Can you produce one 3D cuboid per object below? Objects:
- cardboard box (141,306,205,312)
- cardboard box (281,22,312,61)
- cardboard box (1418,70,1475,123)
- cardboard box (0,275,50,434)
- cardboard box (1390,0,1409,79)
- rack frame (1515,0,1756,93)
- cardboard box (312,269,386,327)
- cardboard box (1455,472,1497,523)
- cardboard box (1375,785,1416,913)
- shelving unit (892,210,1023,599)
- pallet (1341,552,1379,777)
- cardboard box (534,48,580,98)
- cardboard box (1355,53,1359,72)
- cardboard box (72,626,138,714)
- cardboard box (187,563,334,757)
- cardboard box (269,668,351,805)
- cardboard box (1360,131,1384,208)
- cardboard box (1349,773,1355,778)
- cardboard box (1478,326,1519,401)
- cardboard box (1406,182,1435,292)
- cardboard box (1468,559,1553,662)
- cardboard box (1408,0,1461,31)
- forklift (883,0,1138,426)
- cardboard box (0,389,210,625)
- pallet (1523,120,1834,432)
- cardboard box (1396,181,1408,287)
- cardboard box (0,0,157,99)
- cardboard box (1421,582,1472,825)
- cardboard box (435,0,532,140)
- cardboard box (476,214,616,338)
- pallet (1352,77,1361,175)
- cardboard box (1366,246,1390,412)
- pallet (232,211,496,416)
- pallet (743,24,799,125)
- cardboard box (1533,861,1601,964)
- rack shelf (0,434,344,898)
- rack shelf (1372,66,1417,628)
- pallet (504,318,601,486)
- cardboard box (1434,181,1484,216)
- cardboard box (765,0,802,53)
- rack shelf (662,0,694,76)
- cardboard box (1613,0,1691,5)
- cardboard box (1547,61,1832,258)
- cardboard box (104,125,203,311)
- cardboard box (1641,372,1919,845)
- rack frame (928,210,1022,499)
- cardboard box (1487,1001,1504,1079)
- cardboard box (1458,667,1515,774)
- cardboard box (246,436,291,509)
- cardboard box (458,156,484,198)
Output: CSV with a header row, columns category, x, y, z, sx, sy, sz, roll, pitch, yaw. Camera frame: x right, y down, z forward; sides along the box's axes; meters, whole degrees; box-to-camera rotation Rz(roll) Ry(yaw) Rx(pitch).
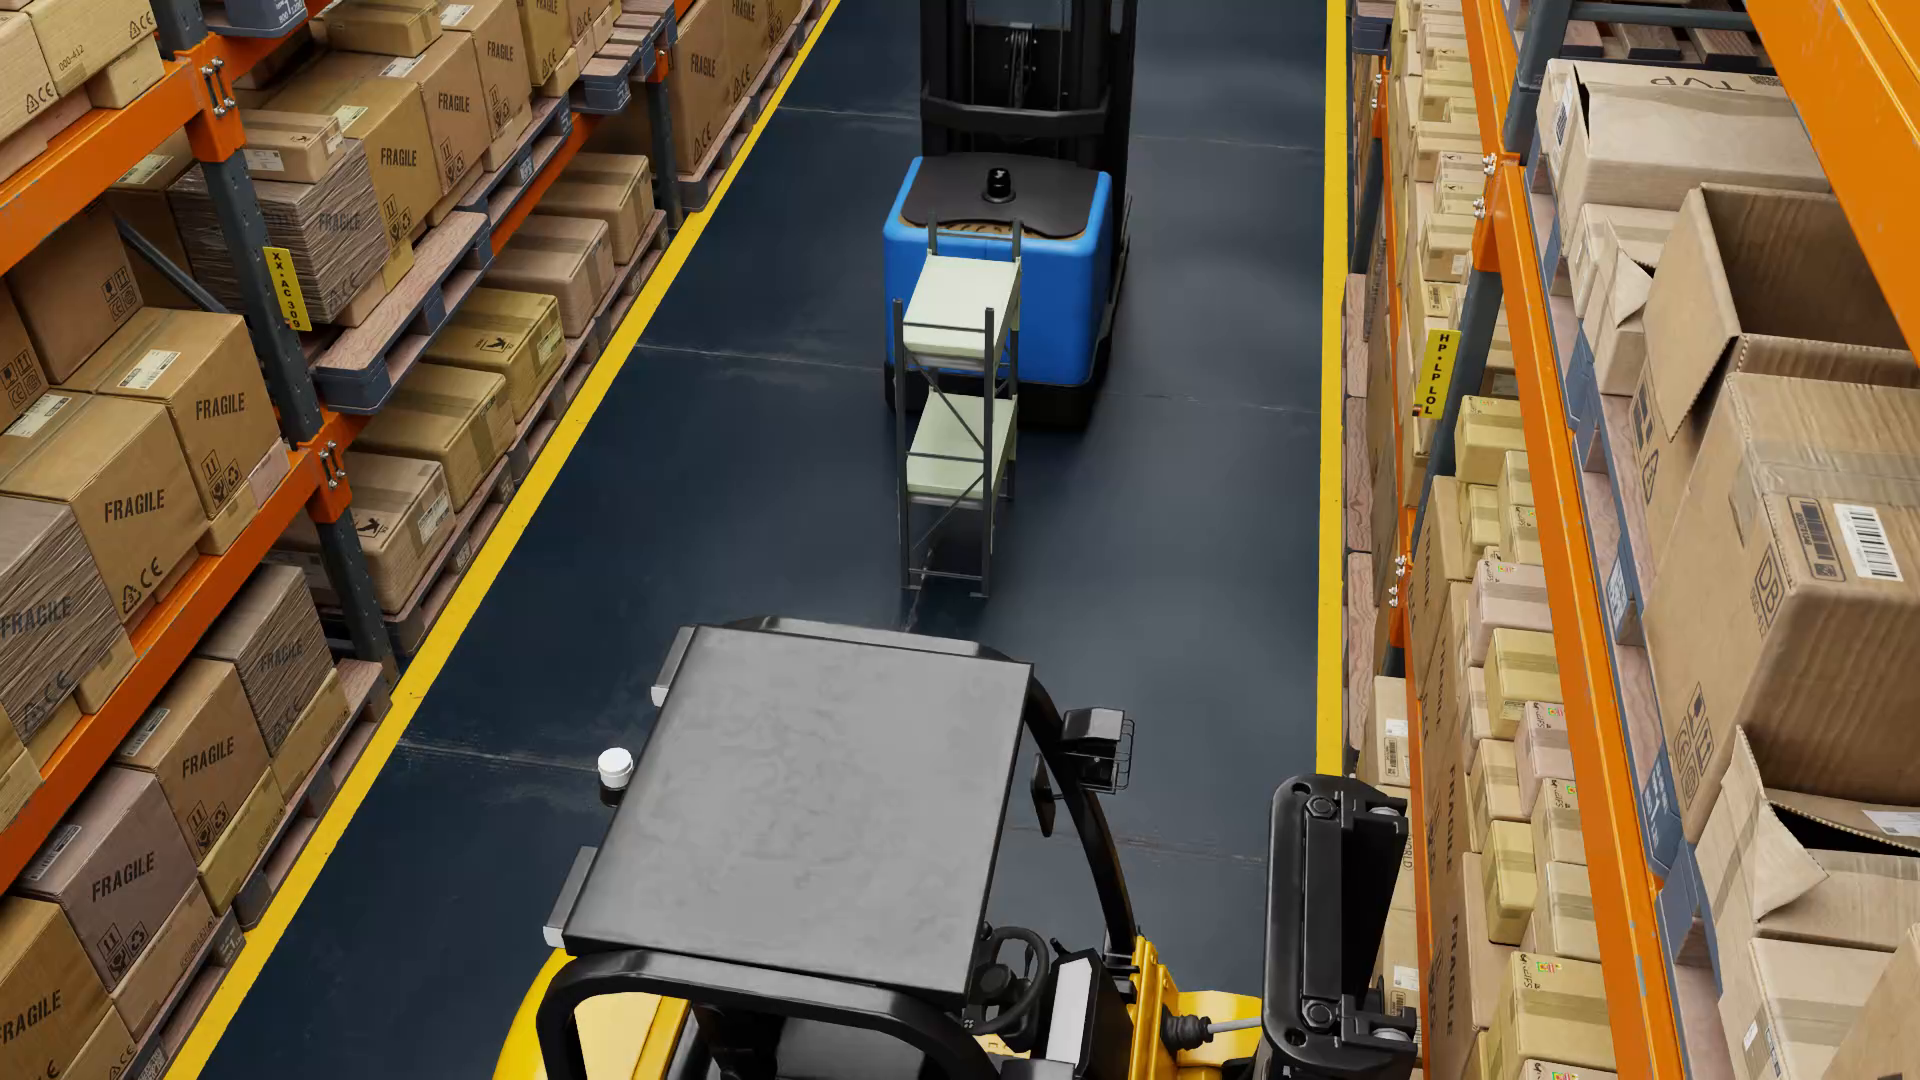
category,x,y,z,sx,sy,sz,roll,pitch,yaw
cardboard box,-3.053,-1.008,6.482,0.380,0.149,0.250,7,40,8
cardboard box,-2.882,-2.078,6.758,0.380,0.149,0.250,5,40,6
cardboard box,2.153,-1.865,7.064,0.380,0.149,0.250,7,40,9
cardboard box,-3.270,-0.558,4.974,0.700,0.500,0.500,7,40,8
cardboard box,2.369,-2.441,8.074,0.500,0.250,0.500,6,40,8
rack frame,2.019,-2.357,3.538,1.000,3.000,0.127,6,40,8
cardboard box,-2.463,-0.967,6.433,0.380,0.149,0.250,7,40,8
cardboard box,1.705,-0.162,5.004,0.380,0.149,0.250,6,40,7
cardboard box,1.528,1.057,5.161,0.500,0.250,0.500,6,40,8
shelving unit,-0.001,-0.574,7.267,0.431,1.500,0.755,6,40,8
pallet,2.108,0.564,6.903,1.003,0.211,1.213,6,40,8
cardboard box,-2.063,-2.262,8.000,0.380,0.149,0.250,7,40,8
cardboard box,2.925,-3.337,11.064,0.500,0.500,0.500,5,40,6
cardboard box,-2.798,0.381,5.133,0.380,0.149,0.250,6,40,7
cardboard box,-2.708,0.420,6.127,0.500,0.500,0.500,6,40,7
cardboard box,-2.708,0.709,6.367,0.500,0.250,0.500,8,40,10
cardboard box,2.573,-2.042,9.498,0.500,0.500,0.500,7,40,9
cardboard box,1.609,1.120,5.869,0.500,0.250,0.500,7,40,8
cardboard box,1.860,-0.572,5.500,0.380,0.149,0.250,8,40,9
cardboard box,2.029,-1.160,6.524,0.500,0.250,0.500,7,40,9
cardboard box,1.535,0.205,4.327,0.380,0.149,0.250,7,40,9
cardboard box,2.321,-2.508,7.842,0.380,0.149,0.250,7,40,9
forklift,0.383,-2.643,8.646,1.130,2.935,3.031,7,40,8
cardboard box,-2.784,-0.113,5.220,0.500,0.500,0.500,8,40,9
pallet,1.897,-0.628,3.871,1.003,0.211,1.213,6,40,8
cardboard box,2.128,-1.281,7.063,0.500,0.250,0.500,8,40,9
cardboard box,-2.682,-1.495,4.734,0.500,0.250,0.500,6,40,7
cardboard box,1.612,0.495,4.718,0.500,0.500,0.500,7,40,8
cardboard box,-2.243,-2.114,7.311,0.500,0.500,0.500,5,40,6
cardboard box,-2.405,-1.431,8.860,0.950,0.372,0.625,6,40,7
pallet,3.091,-2.708,10.860,1.003,0.211,1.213,6,40,8
cardboard box,2.485,-1.001,8.140,0.875,0.625,0.625,8,40,9
pallet,-2.595,-0.979,6.731,1.003,0.211,1.213,6,40,8
pallet,-1.754,-3.275,11.545,1.003,0.211,1.213,6,40,8
cardboard box,1.441,0.851,3.545,0.380,0.149,0.250,7,40,8
rack shelf,-3.216,0.943,4.820,1.077,0.370,4.000,6,40,8
rack shelf,2.365,-1.022,7.197,1.077,0.370,4.000,6,40,8
pallet,-2.528,-0.771,8.517,1.003,0.211,1.213,6,40,8
cardboard box,2.003,-1.221,6.285,0.380,0.149,0.250,5,40,7
cardboard box,-1.663,-3.987,11.557,0.875,0.875,0.875,7,40,9
rack shelf,-1.832,-4.078,10.893,1.077,0.370,4.000,6,40,8
cardboard box,1.905,-1.848,4.939,0.500,0.311,0.500,5,40,6
cardboard box,1.635,-0.871,3.758,0.500,0.311,0.500,7,40,9
cardboard box,-3.016,-1.220,6.230,0.500,0.500,0.500,6,40,7
cardboard box,1.439,0.134,2.393,0.700,0.500,0.500,7,40,8
rack frame,0.062,-0.804,7.545,0.400,1.500,0.023,6,40,8
cardboard box,1.309,1.121,3.452,0.380,0.149,0.250,7,40,8
cardboard box,1.482,0.478,4.230,0.380,0.149,0.250,6,40,7
cardboard box,-2.626,-0.257,5.904,0.380,0.149,0.250,6,40,7
cardboard box,-2.307,-1.620,7.223,0.380,0.149,0.250,7,40,8
